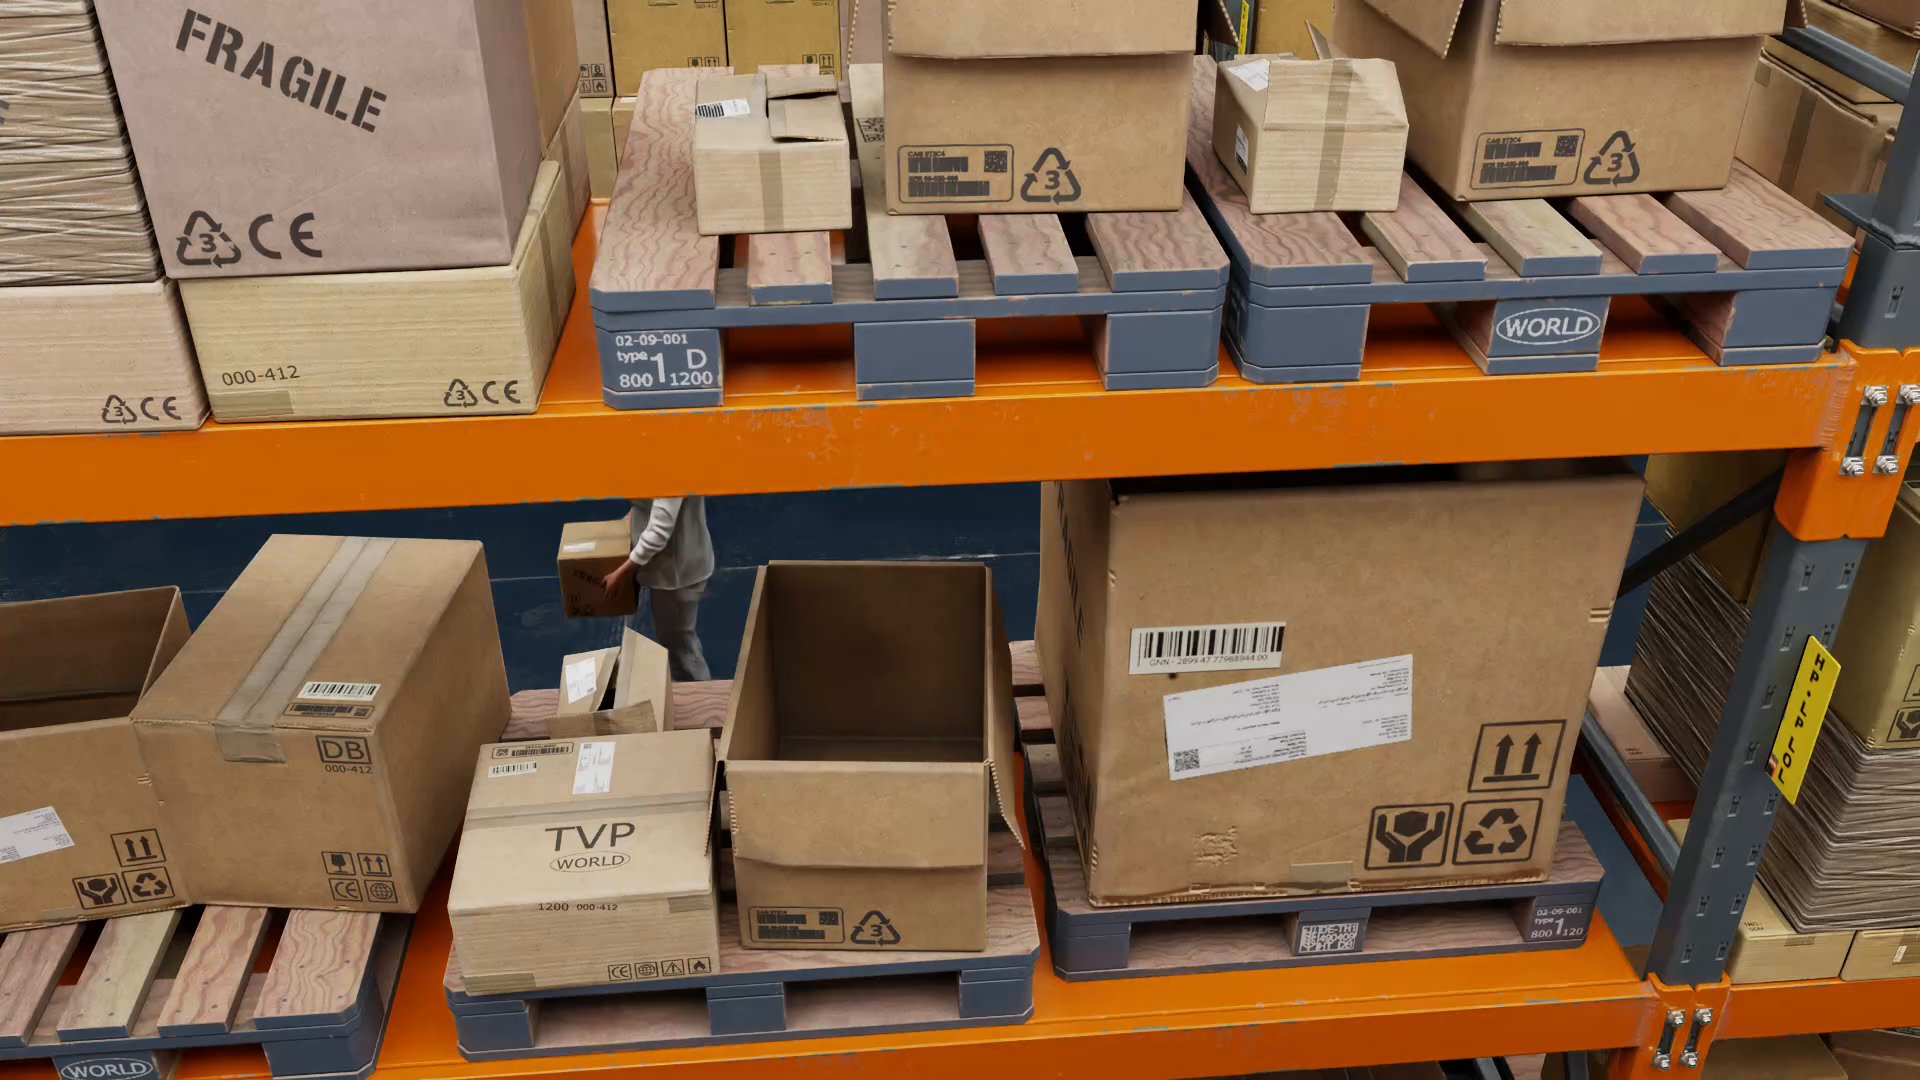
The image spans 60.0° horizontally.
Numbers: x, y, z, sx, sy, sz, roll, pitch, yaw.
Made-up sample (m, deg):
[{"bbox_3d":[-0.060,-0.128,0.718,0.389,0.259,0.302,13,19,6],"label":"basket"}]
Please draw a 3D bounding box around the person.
[{"bbox_3d":[-1.077,0.072,5.959,0.417,1.537,0.435,-3,32,-5],"label":"person"}]
